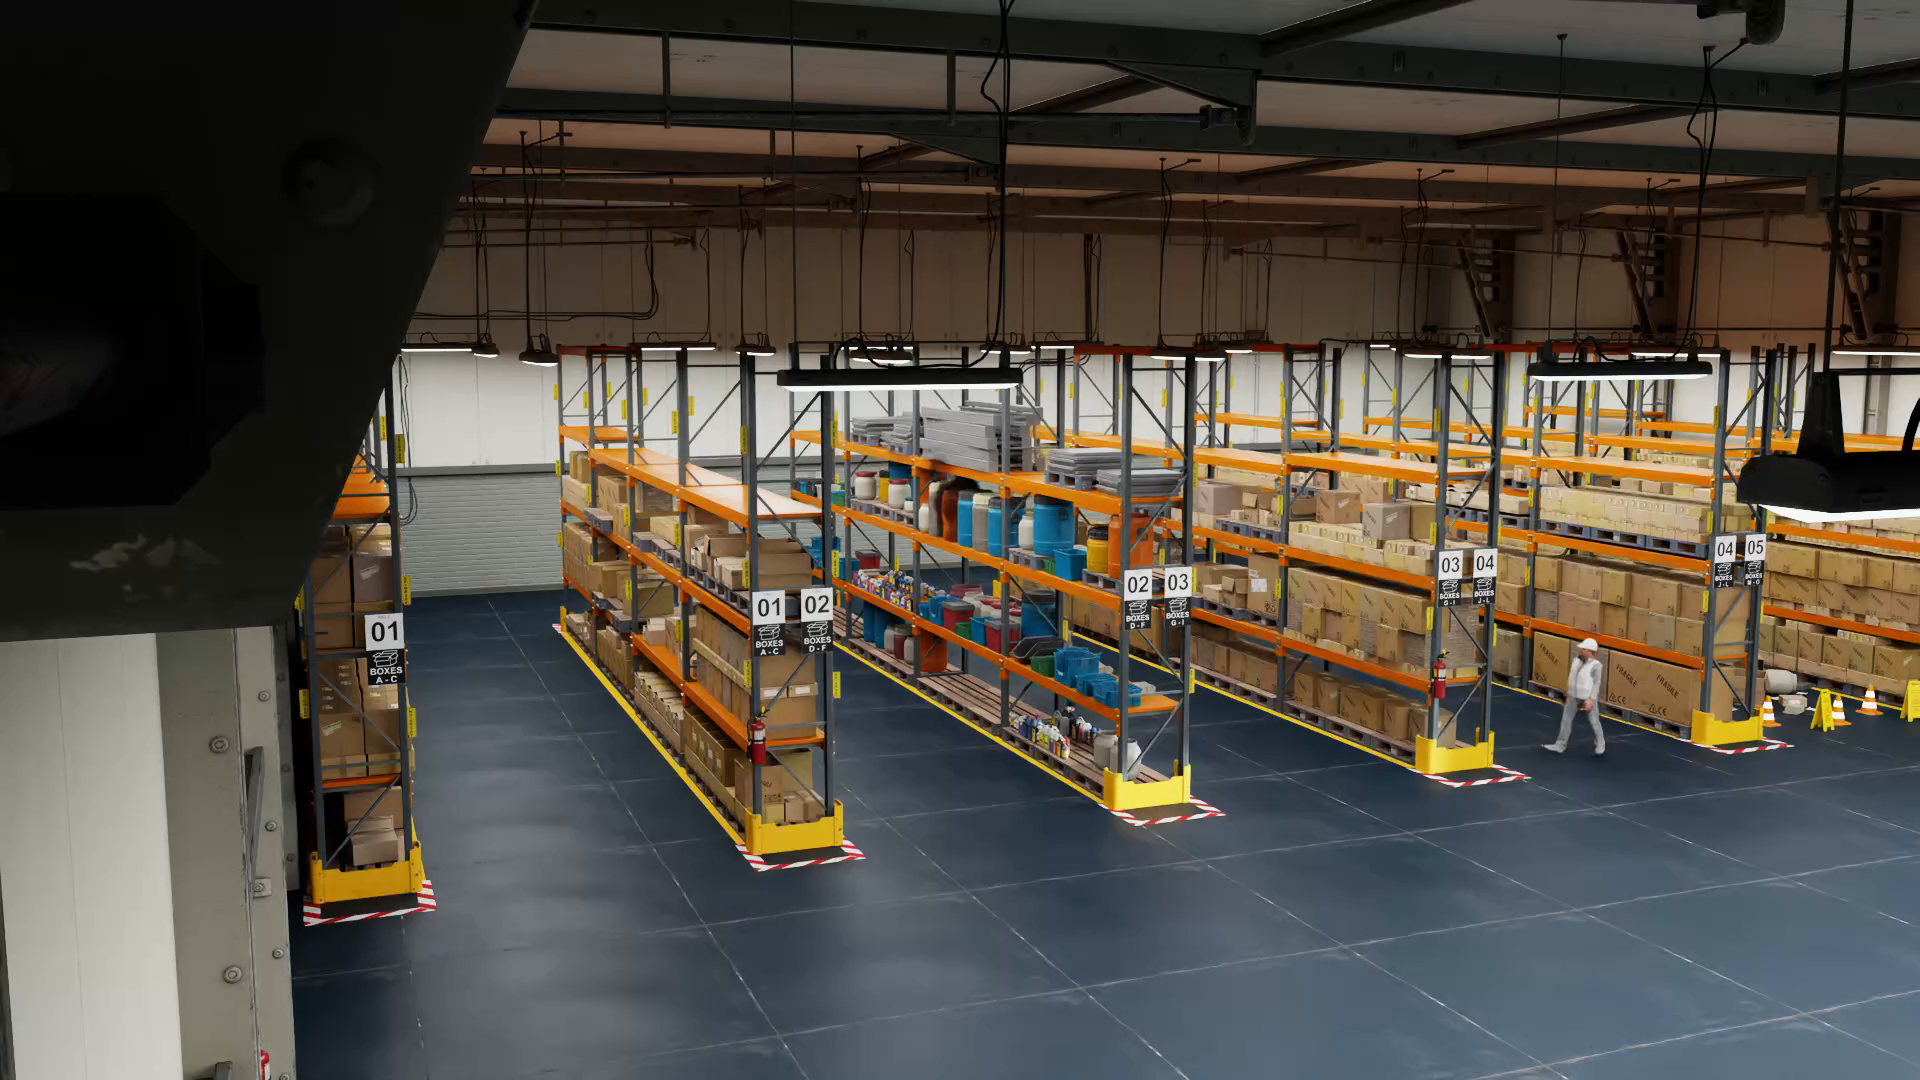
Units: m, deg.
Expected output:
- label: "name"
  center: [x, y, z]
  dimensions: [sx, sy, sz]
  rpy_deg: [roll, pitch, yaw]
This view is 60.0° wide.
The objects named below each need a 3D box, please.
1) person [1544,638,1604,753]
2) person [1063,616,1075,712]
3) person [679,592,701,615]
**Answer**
- label: "person"
  center: [9.223, 2.323, 24.768]
  dimensions: [0.821, 1.743, 0.646]
  rpy_deg: [-6, 10, -41]
- label: "person"
  center: [1.680, 2.042, 27.452]
  dimensions: [0.495, 1.607, 0.362]
  rpy_deg: [6, 10, 40]
- label: "person"
  center: [-5.403, 1.260, 33.537]
  dimensions: [0.525, 1.634, 0.956]
  rpy_deg: [-4, 8, -27]
